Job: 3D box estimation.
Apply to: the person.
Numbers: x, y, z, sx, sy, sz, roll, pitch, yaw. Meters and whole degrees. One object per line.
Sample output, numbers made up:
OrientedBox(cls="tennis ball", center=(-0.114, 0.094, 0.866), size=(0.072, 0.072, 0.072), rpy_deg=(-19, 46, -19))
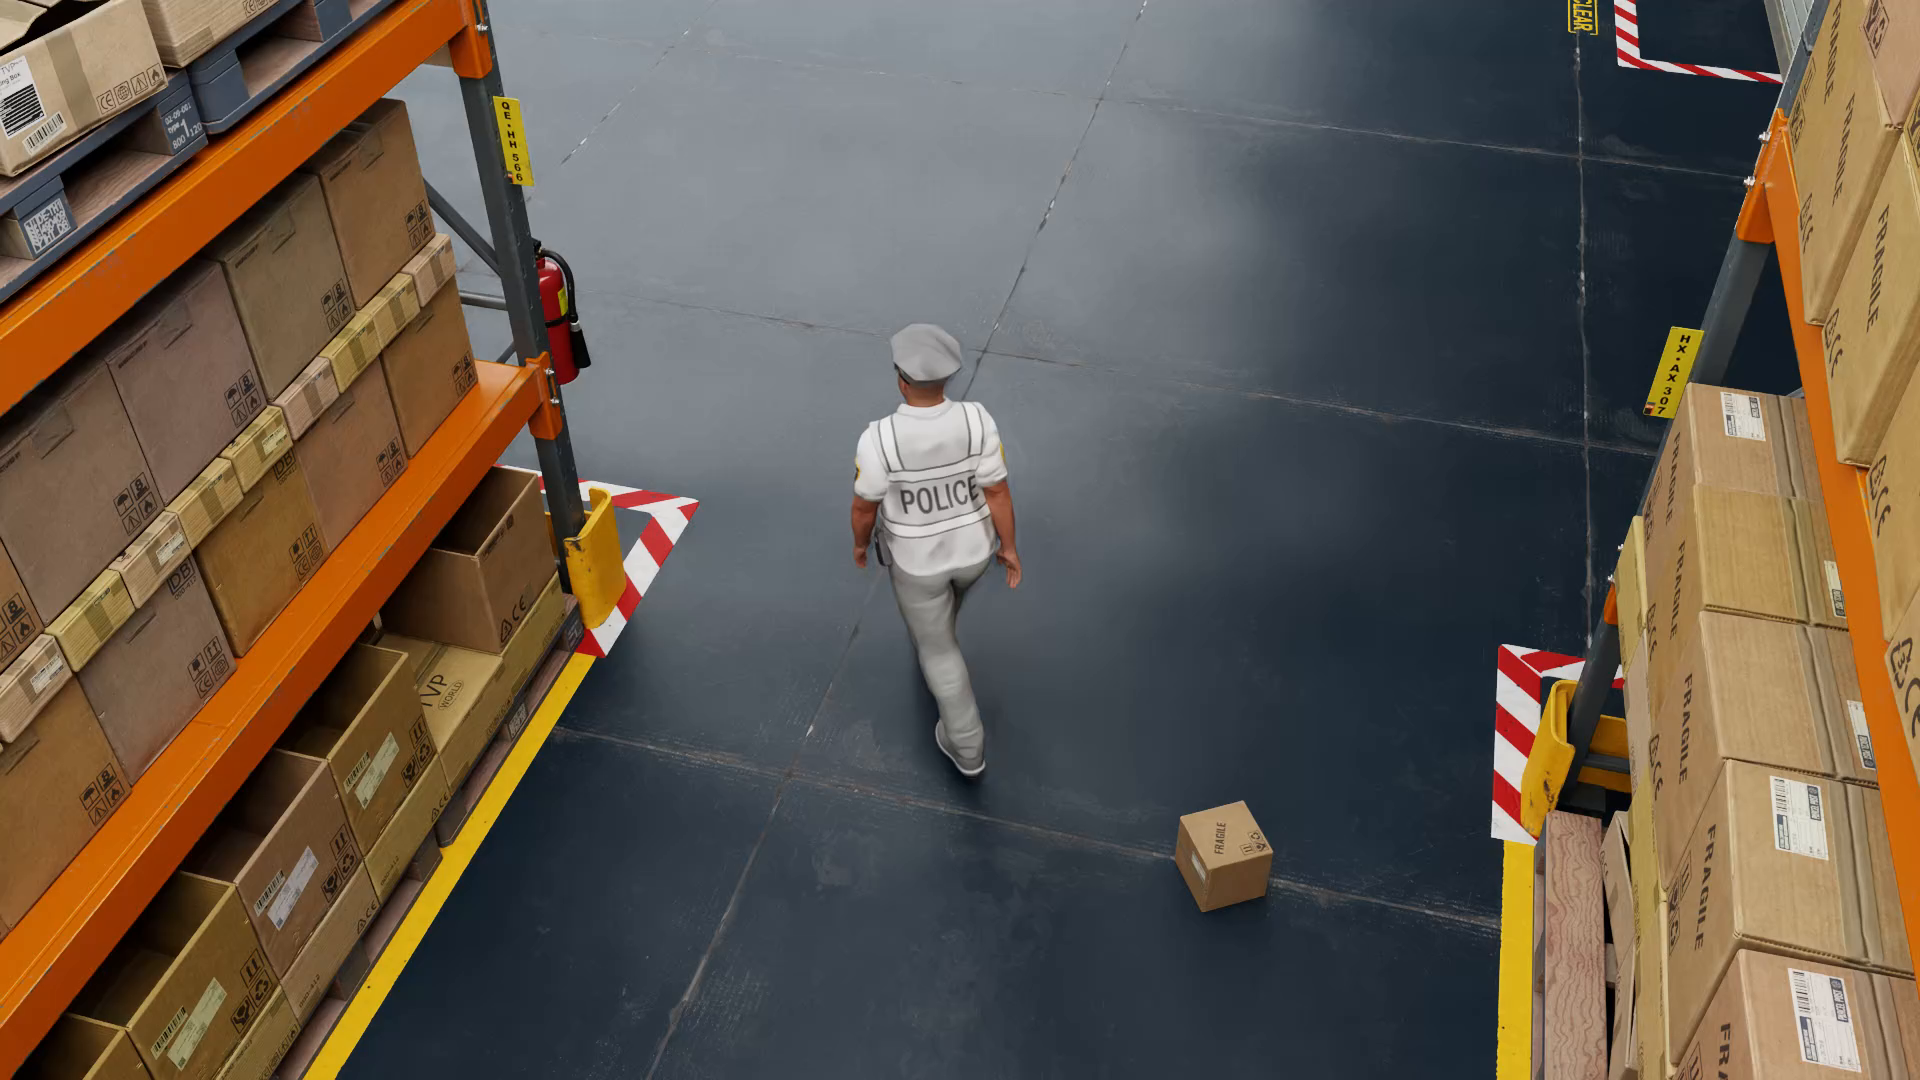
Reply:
OrientedBox(cls="person", center=(-0.128, -0.038, 6.177), size=(0.570, 1.694, 1.037), rpy_deg=(-17, 44, -19))
